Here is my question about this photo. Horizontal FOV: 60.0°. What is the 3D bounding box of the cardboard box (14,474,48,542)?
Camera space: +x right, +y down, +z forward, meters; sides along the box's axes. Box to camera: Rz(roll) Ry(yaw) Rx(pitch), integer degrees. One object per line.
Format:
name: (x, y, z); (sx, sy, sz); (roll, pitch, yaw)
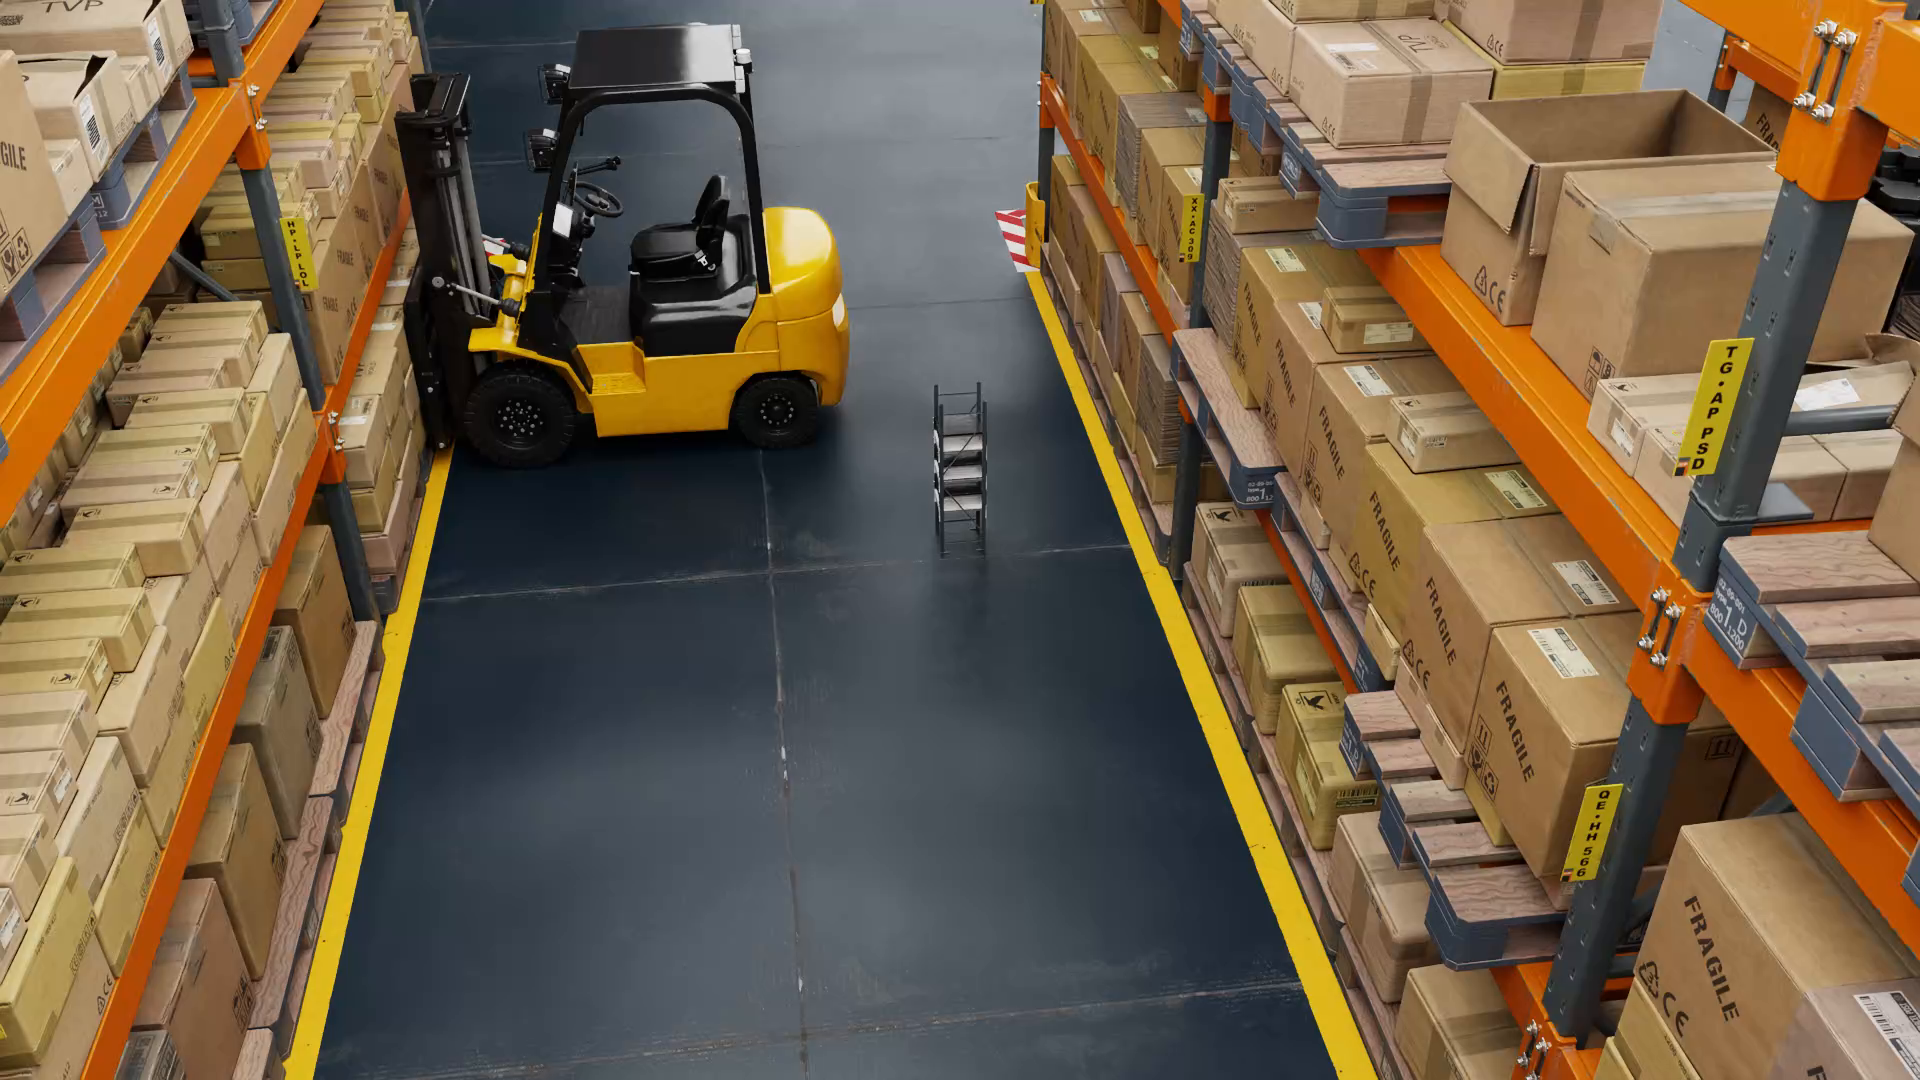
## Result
cardboard box: (-3.378, -0.098, 5.694); (0.380, 0.149, 0.250); (-5, 35, -7)

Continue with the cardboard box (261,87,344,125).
cardboard box: (-3.384, -2.200, 8.514); (0.380, 0.149, 0.250); (-4, 35, -6)

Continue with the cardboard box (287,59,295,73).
cardboard box: (-3.982, -2.620, 9.395); (0.380, 0.149, 0.250); (-6, 35, -8)

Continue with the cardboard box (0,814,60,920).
cardboard box: (-2.582, 0.857, 4.292); (0.380, 0.149, 0.250); (-4, 34, -5)

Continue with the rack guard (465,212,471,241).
rack guard: (-3.873, -1.929, 11.266); (1.175, 0.500, 0.348); (-4, 35, -6)

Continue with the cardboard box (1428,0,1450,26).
cardboard box: (1.871, -1.848, 6.023); (0.500, 0.250, 0.500); (-4, 34, -6)

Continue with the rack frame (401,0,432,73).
rack frame: (-3.870, -2.949, 10.542); (1.000, 3.000, 0.127); (-4, 35, -6)

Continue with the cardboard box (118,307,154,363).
cardboard box: (-3.498, -0.814, 6.744); (0.380, 0.149, 0.250); (-5, 35, -7)

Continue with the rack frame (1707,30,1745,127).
rack frame: (5.939, -3.758, 11.730); (1.000, 3.000, 0.127); (-4, 35, -6)

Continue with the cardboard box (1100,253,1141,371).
cardboard box: (1.100, -1.320, 9.555); (0.500, 0.500, 0.500); (-3, 34, -4)

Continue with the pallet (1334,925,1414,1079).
pallet: (2.020, 1.854, 5.971); (1.003, 0.211, 1.213); (-4, 35, -6)

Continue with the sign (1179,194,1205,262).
sign: (1.049, -1.407, 7.511); (0.100, 0.325, 0.005); (-4, 35, -6)

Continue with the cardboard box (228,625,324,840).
cardboard box: (-3.154, 0.815, 6.755); (0.875, 0.625, 0.625); (-5, 35, -7)

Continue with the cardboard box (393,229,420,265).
cardboard box: (-3.347, -1.601, 9.744); (0.500, 0.250, 0.500); (-4, 34, -6)

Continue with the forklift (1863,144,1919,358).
forklift: (3.407, -0.401, 6.865); (1.130, 2.935, 3.031); (-4, 34, -6)

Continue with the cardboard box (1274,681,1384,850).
cardboard box: (1.854, 0.899, 6.856); (0.950, 0.372, 0.625); (-3, 34, -5)

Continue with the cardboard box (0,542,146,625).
cardboard box: (-2.860, 0.149, 5.332); (0.380, 0.149, 0.250); (-4, 35, -6)

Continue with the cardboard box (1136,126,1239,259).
cardboard box: (1.204, -1.775, 8.466); (0.500, 0.500, 0.500); (-3, 34, -5)

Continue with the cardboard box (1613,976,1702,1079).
cardboard box: (1.947, 1.294, 4.005); (0.500, 0.250, 0.500); (-5, 35, -7)

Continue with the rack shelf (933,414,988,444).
rack shelf: (0.001, -0.563, 8.485); (0.258, 0.077, 0.200); (-4, 35, -6)

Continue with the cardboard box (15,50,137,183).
cardboard box: (-2.890, -1.320, 5.106); (0.500, 0.311, 0.500); (-5, 35, -8)

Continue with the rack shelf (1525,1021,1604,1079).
rack shelf: (2.393, 2.551, 3.111); (1.077, 0.370, 4.000); (-4, 35, -6)

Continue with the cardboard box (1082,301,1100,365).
cardboard box: (1.029, -1.304, 10.197); (0.500, 0.250, 0.500); (-2, 34, -3)

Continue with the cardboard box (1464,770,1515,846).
cardboard box: (1.739, 0.759, 4.952); (0.380, 0.149, 0.250); (-4, 34, -6)

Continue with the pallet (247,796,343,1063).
pallet: (-3.027, 1.526, 6.452); (1.003, 0.211, 1.213); (-4, 35, -6)

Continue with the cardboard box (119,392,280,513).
cardboard box: (-2.937, -0.320, 6.374); (0.500, 0.250, 0.500); (-5, 35, -8)

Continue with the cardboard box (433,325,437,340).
cardboard box: (-3.348, -1.377, 9.861); (0.500, 0.250, 0.500); (-5, 35, -7)

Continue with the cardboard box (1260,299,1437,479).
cardboard box: (1.486, -0.593, 6.359); (0.500, 0.500, 0.500); (-5, 35, -7)

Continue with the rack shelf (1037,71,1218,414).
rack shelf: (1.317, -1.913, 9.662); (1.077, 0.370, 4.000); (-4, 35, -6)

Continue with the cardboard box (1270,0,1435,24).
cardboard box: (1.344, -2.018, 5.830); (0.500, 0.250, 0.500); (-5, 35, -7)

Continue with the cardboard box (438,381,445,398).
cardboard box: (-3.286, -0.902, 9.607); (0.500, 0.250, 0.500); (-3, 34, -5)

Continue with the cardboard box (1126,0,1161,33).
cardboard box: (1.394, -3.353, 9.894); (0.700, 0.500, 0.500); (-4, 34, -6)

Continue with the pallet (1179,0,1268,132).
pallet: (1.563, -1.904, 6.512); (1.213, 0.211, 1.003); (-4, 35, -6)

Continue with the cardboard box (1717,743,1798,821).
cardboard box: (2.293, 0.531, 4.710); (0.500, 0.500, 0.500); (-5, 35, -8)

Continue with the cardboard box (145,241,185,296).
cardboard box: (-3.630, -1.186, 7.290); (0.380, 0.149, 0.250); (-5, 35, -7)

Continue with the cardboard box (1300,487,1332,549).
cardboard box: (1.495, -0.103, 6.216); (0.380, 0.149, 0.250); (-3, 34, -5)

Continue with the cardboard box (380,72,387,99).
cardboard box: (-3.403, -2.511, 9.235); (0.380, 0.149, 0.250); (-5, 35, -8)

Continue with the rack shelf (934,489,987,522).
rack shelf: (0.001, -0.191, 8.739); (0.258, 0.077, 0.200); (-4, 35, -6)

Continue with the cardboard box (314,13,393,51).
cardboard box: (-3.487, -2.918, 9.568); (0.380, 0.149, 0.250); (-4, 34, -5)

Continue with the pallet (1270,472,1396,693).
pallet: (1.817, 0.115, 6.216); (1.003, 0.211, 1.213); (-4, 35, -6)

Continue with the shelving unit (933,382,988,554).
shelving unit: (0.001, -0.367, 8.619); (0.258, 0.900, 0.210); (-4, 35, -6)

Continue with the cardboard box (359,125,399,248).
cardboard box: (-3.336, -1.879, 8.884); (0.500, 0.500, 0.500); (-4, 34, -6)

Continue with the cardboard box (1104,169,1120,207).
cardboard box: (1.025, -2.000, 9.372); (0.380, 0.149, 0.250); (-4, 34, -6)

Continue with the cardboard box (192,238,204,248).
cardboard box: (-3.724, -1.266, 7.985); (0.500, 0.500, 0.500); (-4, 34, -6)

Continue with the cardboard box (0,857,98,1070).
cardboard box: (-2.587, 1.103, 4.286); (0.500, 0.250, 0.500); (-4, 35, -6)

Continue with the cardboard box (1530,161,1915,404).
cardboard box: (2.006, -0.673, 4.450); (0.700, 0.500, 0.500); (-4, 35, -6)

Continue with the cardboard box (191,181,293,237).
cardboard box: (-3.223, -1.487, 7.468); (0.380, 0.149, 0.250); (-4, 34, -6)

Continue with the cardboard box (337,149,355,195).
cardboard box: (-3.207, -1.801, 8.193); (0.380, 0.149, 0.250); (-5, 35, -7)

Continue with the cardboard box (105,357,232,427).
cardboard box: (-3.033, -0.569, 6.385); (0.380, 0.149, 0.250); (-4, 35, -6)

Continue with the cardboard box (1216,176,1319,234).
cardboard box: (1.299, -1.411, 6.984); (0.380, 0.149, 0.250); (-5, 35, -7)

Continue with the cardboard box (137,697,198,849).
cardboard box: (-2.751, 0.743, 5.257); (0.500, 0.250, 0.500); (-5, 35, -8)

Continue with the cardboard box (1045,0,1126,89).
cardboard box: (0.837, -3.206, 10.566); (0.500, 0.500, 0.500); (-5, 35, -7)
